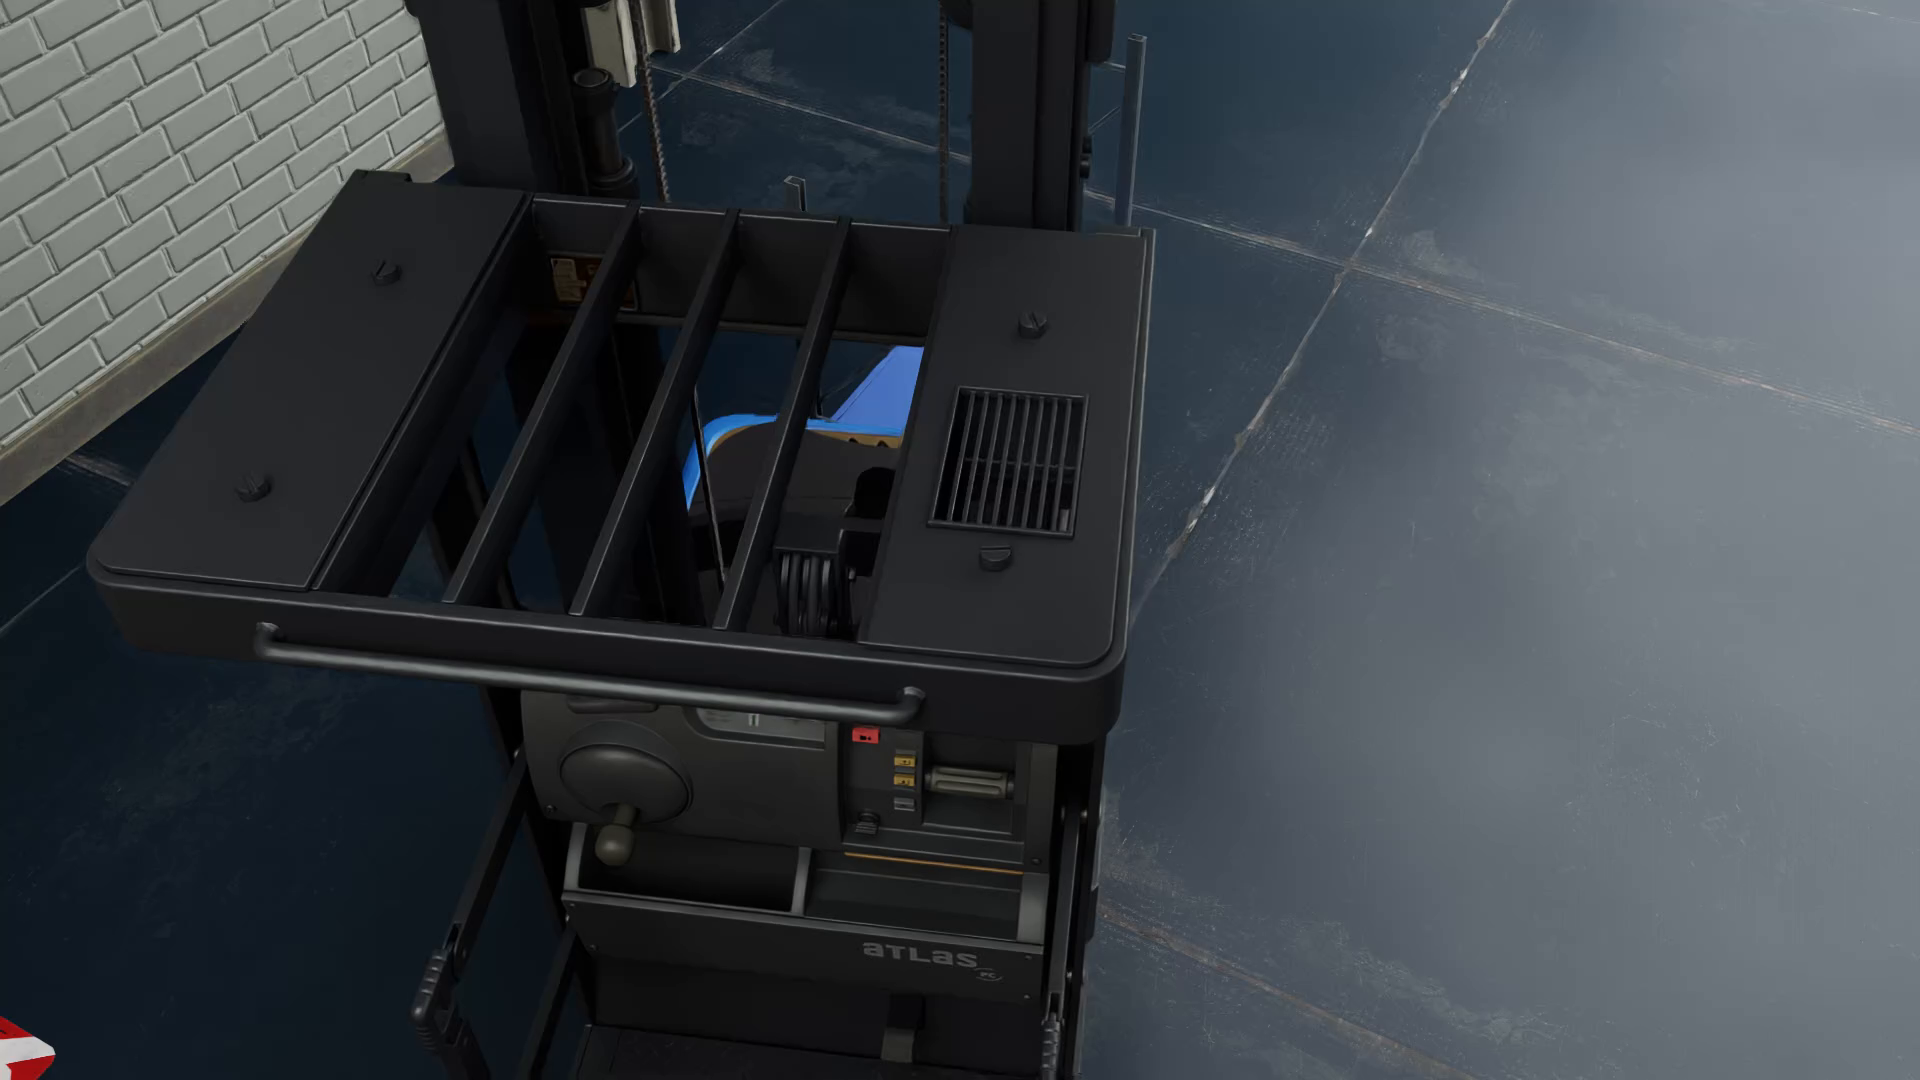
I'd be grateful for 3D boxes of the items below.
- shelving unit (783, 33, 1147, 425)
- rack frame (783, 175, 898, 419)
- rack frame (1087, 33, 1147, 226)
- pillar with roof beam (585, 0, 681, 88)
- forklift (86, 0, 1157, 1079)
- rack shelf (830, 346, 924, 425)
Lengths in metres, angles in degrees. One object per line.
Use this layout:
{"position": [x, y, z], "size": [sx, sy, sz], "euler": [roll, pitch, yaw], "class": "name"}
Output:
{"position": [0.040, -0.581, 4.770], "size": [0.538, 1.500, 1.048], "euler": [20, 49, 19], "class": "shelving unit"}
{"position": [-0.196, -0.261, 4.453], "size": [0.500, 1.500, 0.032], "euler": [20, 49, 19], "class": "rack frame"}
{"position": [0.276, -0.901, 5.086], "size": [0.500, 1.500, 0.032], "euler": [20, 49, 19], "class": "rack frame"}
{"position": [2.342, -3.867, 2.745], "size": [9.100, 9.000, 0.400], "euler": [20, 49, 19], "class": "pillar with roof beam"}
{"position": [-0.321, 0.486, 2.709], "size": [1.130, 2.935, 3.031], "euler": [5, 46, 5], "class": "forklift"}
{"position": [0.040, -0.455, 4.898], "size": [0.538, 0.185, 1.000], "euler": [20, 49, 19], "class": "rack shelf"}
